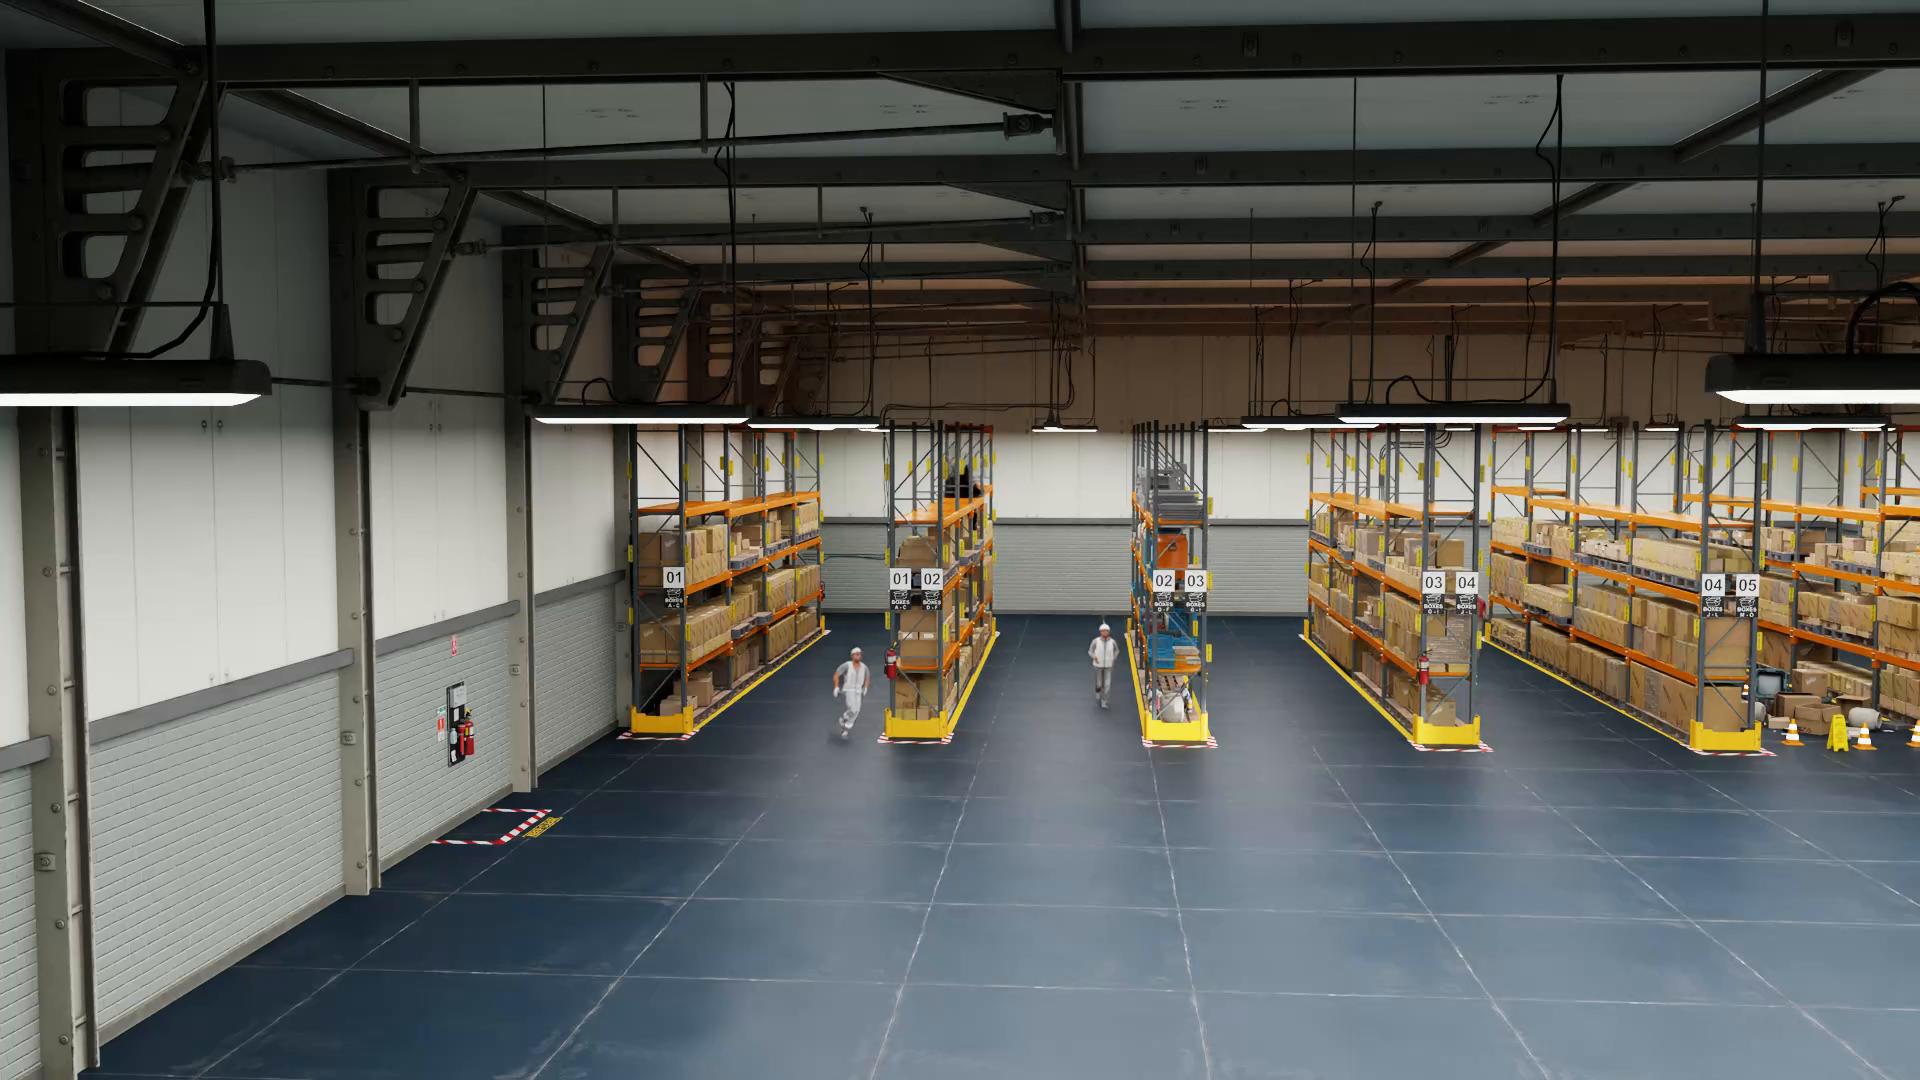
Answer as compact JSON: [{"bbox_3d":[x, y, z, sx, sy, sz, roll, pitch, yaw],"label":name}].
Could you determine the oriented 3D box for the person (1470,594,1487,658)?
[{"bbox_3d":[13.340,2.155,43.119,0.672,1.724,0.910,0,4,3],"label":"person"}]

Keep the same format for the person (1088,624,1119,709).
[{"bbox_3d":[3.027,2.635,34.957,0.657,1.748,0.752,0,4,-2],"label":"person"}]

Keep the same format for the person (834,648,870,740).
[{"bbox_3d":[-1.983,2.888,31.206,0.713,1.712,0.560,-2,4,-28],"label":"person"}]
